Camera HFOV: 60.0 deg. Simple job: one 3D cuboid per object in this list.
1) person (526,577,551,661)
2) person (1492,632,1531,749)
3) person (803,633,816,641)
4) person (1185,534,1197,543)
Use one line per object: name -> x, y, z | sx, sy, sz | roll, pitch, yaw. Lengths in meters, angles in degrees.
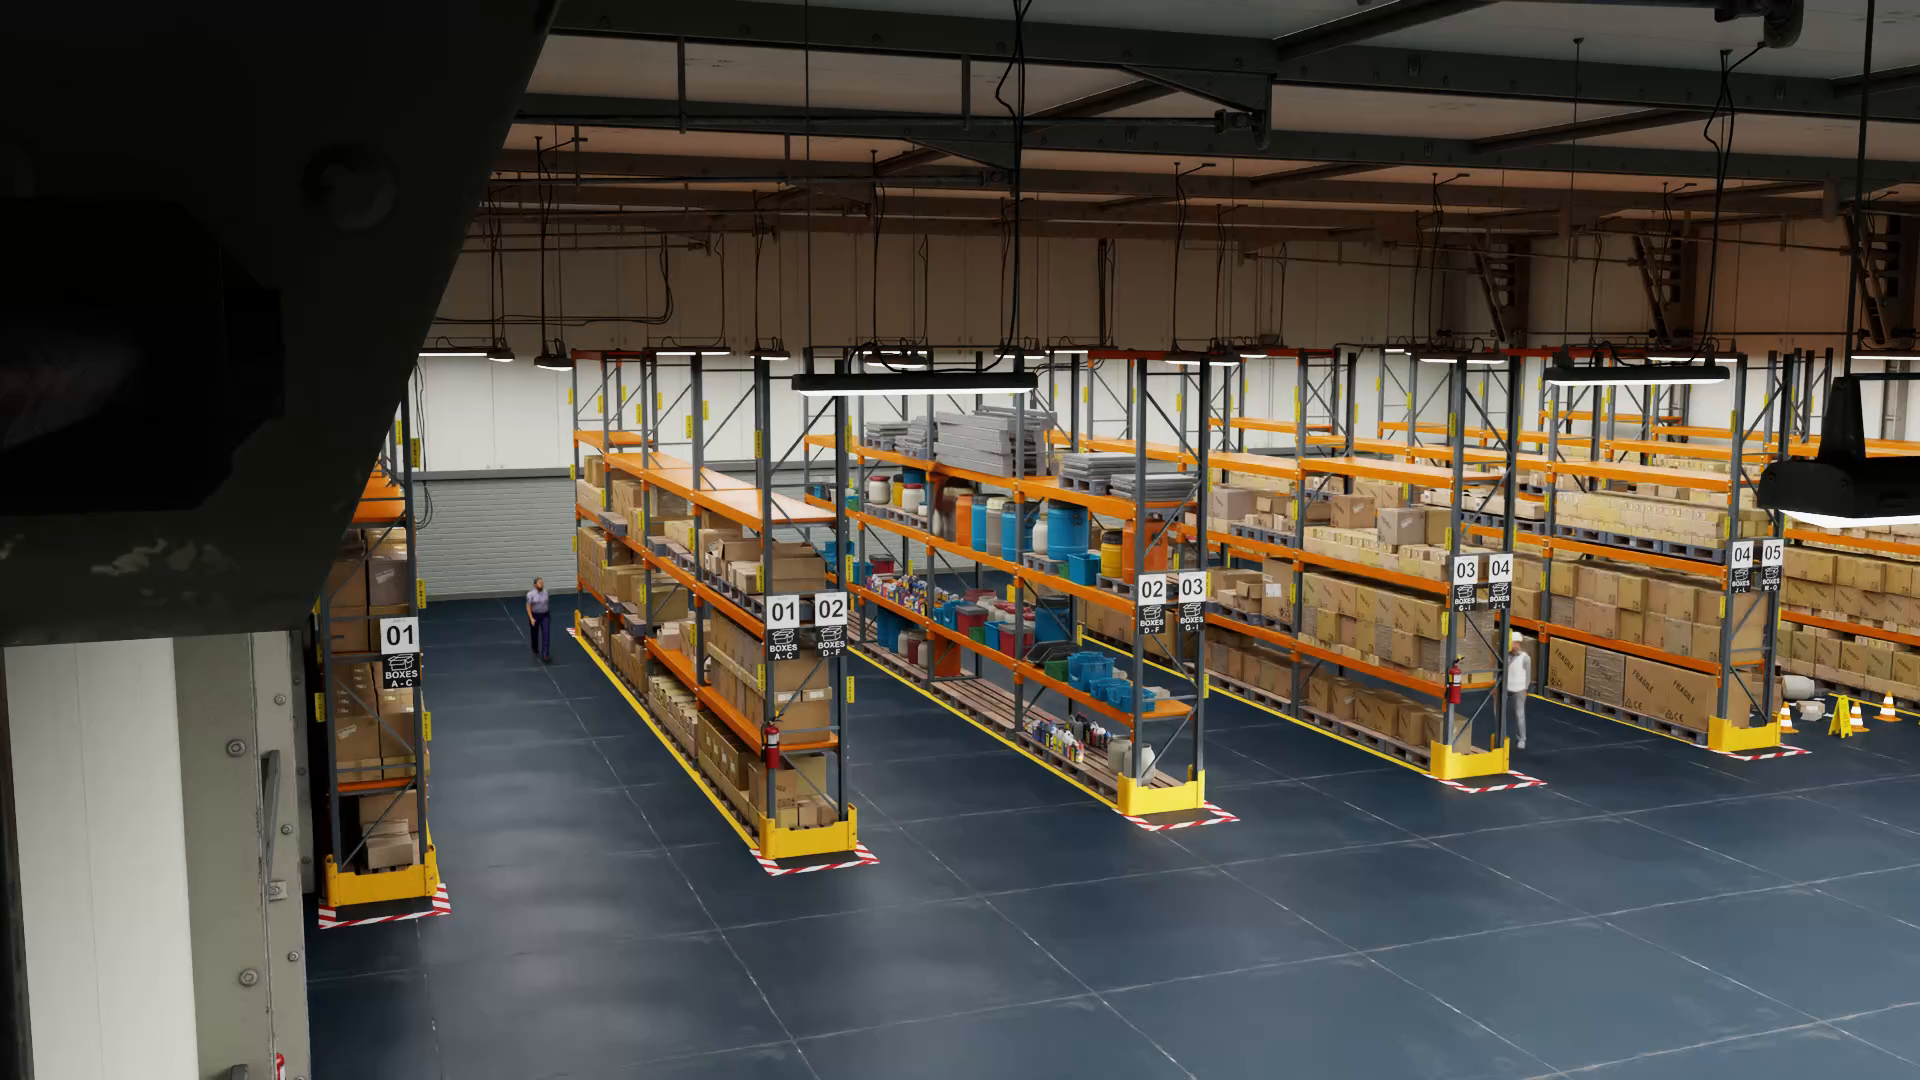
person -> -8.198, 1.519, 32.357 | 0.465, 1.605, 0.929 | -2, 7, -15
person -> 8.433, 2.281, 25.451 | 0.544, 1.775, 0.366 | 4, 8, 29
person -> -2.942, 1.450, 32.208 | 0.693, 1.764, 0.911 | 0, 7, 1
person -> 6.001, 0.059, 43.274 | 0.572, 1.734, 1.019 | 2, 7, 16
